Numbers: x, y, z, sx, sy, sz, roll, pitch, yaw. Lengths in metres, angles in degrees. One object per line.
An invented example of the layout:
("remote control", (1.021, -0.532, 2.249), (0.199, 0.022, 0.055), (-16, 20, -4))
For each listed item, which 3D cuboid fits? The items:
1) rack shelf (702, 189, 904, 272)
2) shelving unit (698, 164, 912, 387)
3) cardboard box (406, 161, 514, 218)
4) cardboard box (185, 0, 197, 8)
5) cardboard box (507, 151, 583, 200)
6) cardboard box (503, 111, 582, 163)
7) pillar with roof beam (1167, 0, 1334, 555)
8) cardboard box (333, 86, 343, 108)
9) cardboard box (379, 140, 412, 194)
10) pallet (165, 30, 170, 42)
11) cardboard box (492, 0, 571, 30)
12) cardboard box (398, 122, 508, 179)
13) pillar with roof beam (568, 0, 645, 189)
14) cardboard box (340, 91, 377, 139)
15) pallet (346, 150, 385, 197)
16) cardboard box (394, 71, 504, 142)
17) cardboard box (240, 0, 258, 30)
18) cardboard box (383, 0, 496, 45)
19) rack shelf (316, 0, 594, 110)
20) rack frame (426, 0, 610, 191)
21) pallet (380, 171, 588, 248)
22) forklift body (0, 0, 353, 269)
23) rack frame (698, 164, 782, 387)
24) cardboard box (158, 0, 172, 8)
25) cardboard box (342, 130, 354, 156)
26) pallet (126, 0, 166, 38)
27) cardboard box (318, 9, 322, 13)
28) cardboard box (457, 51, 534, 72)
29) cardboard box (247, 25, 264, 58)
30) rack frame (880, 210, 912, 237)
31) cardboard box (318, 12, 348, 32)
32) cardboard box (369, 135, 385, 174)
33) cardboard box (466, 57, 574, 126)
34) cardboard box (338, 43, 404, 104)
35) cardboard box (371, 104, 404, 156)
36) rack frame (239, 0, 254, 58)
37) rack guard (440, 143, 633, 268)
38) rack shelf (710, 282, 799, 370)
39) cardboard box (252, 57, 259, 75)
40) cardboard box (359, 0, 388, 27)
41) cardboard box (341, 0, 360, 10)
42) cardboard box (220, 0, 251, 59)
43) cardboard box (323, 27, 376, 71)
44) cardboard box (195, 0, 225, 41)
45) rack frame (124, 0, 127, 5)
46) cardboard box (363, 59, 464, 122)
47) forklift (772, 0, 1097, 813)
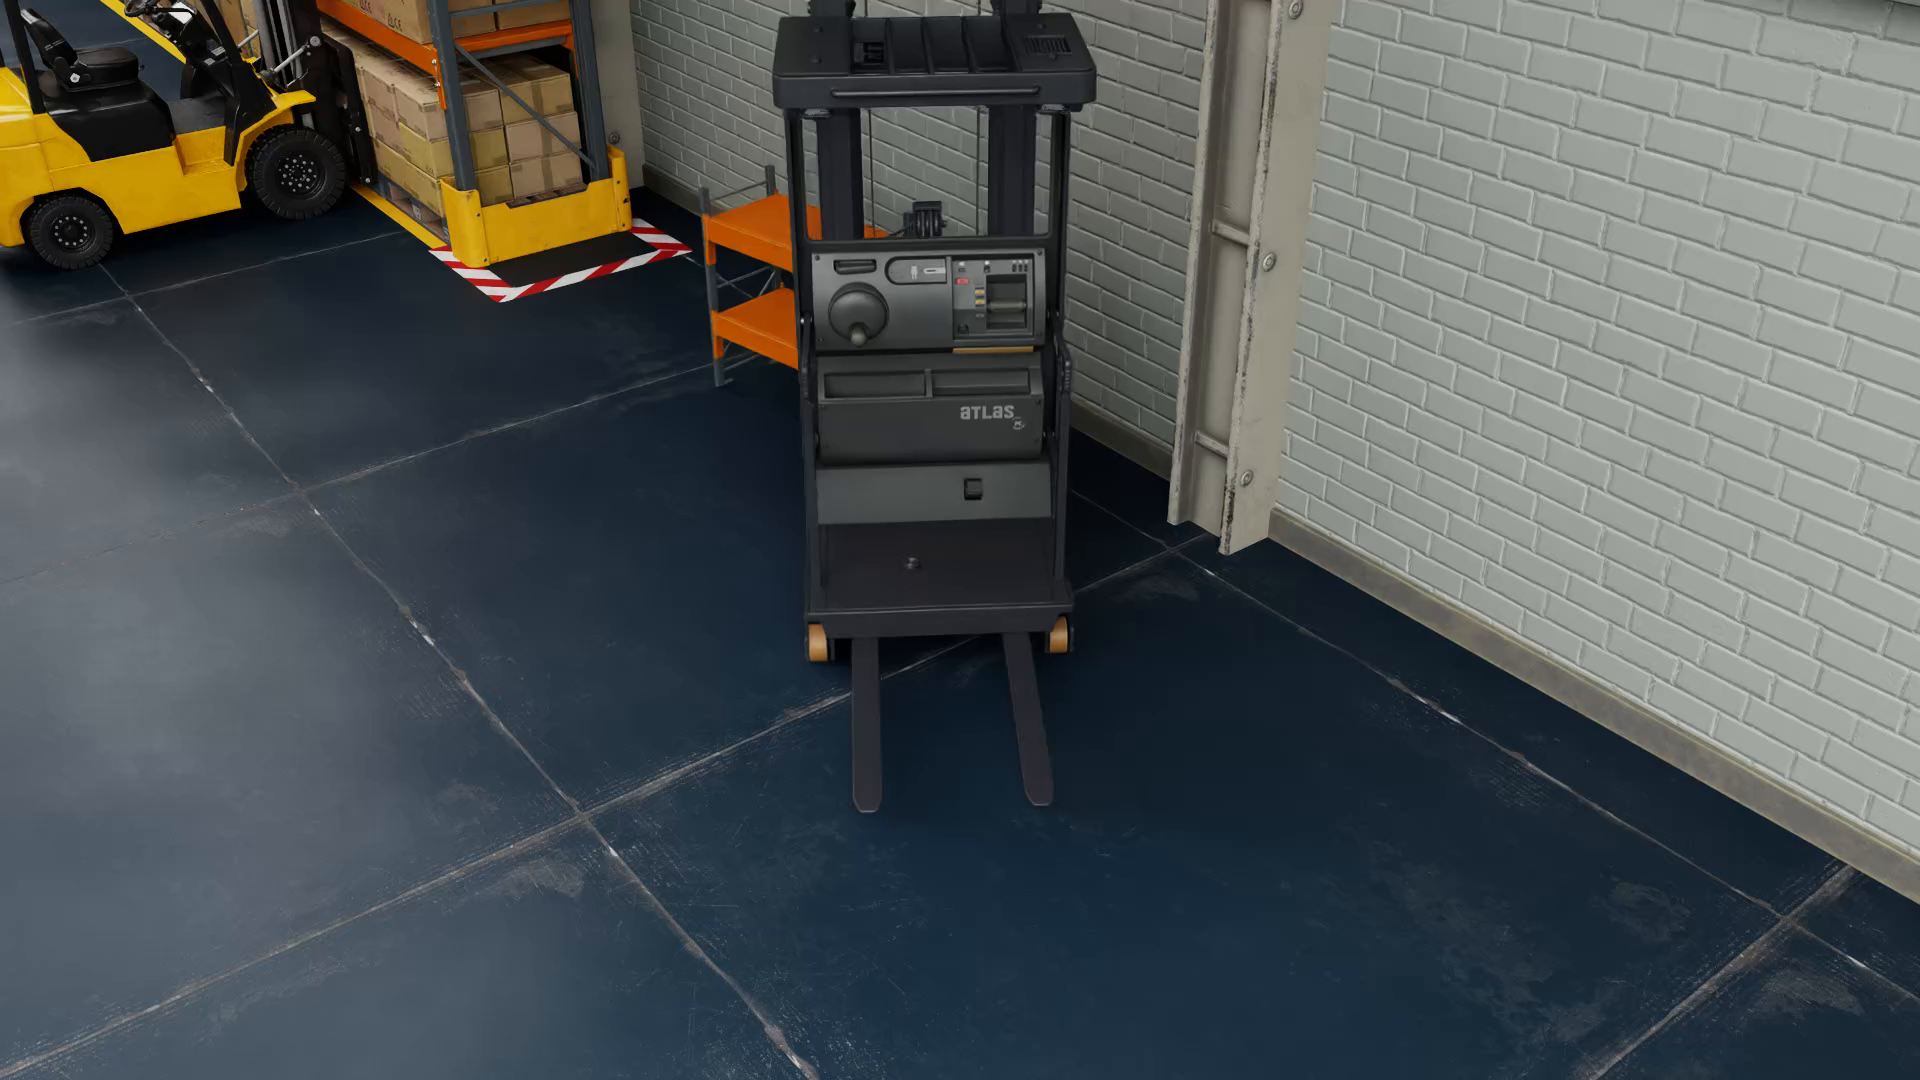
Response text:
("rack shelf", (-0.784, -1.485, 8.520), (1.000, 0.278, 0.538), (25, 40, 35))
("shelving unit", (-0.784, -1.236, 8.675), (1.048, 1.125, 0.538), (25, 40, 35))
("cardboard box", (-3.279, -2.356, 10.909), (0.500, 0.250, 0.500), (-22, 38, -31))
("cardboard box", (-6.456, -4.941, 14.716), (0.875, 0.625, 0.625), (-24, 39, -33))
("cardboard box", (-2.888, -2.531, 11.190), (0.500, 0.250, 0.500), (-22, 38, -31))
("cardboard box", (-2.866, -2.738, 11.050), (0.500, 0.250, 0.500), (-21, 38, -31))
("pillar with roof beam", (-2.178, -2.489, 3.229), (9.100, 9.000, 0.400), (-22, 38, -31))
("cardboard box", (-4.223, -3.207, 11.805), (0.500, 0.250, 0.500), (-22, 38, -32))
("cardboard box", (-3.577, -2.567, 11.248), (0.500, 0.250, 0.500), (-22, 38, -31))
("pallet", (-6.429, -4.538, 14.857), (1.003, 0.211, 1.213), (-22, 38, -31))
("cardboard box", (-2.826, -3.591, 10.594), (0.500, 0.500, 0.500), (-21, 37, -30))
("cardboard box", (-3.287, -2.577, 10.790), (0.500, 0.250, 0.500), (-23, 38, -32))
("pillar with roof beam", (-5.857, -4.990, 7.255), (9.100, 9.000, 0.400), (-22, 38, -31))
("cardboard box", (-3.919, -2.998, 11.468), (0.500, 0.250, 0.500), (-23, 39, -32))
("pallet", (-3.988, -2.881, 12.189), (1.003, 0.211, 1.213), (-22, 38, -31))
("cardboard box", (-3.270, -2.778, 10.641), (0.500, 0.250, 0.500), (-21, 37, -30))
("cardboard box", (-5.146, -4.051, 12.690), (0.500, 0.250, 0.500), (-23, 39, -32))
("cardboard box", (-3.251, -3.415, 10.311), (0.500, 0.500, 0.500), (-23, 39, -32))
("rack shelf", (-3.968, -3.780, 11.675), (1.077, 0.370, 4.000), (-22, 38, -31))
("rack frame", (-2.742, -3.252, 10.144), (1.000, 3.000, 0.127), (-22, 38, -31))
("pallet", (-3.244, -2.373, 11.371), (1.003, 0.211, 1.213), (-22, 38, -31))
("forklift body", (-5.345, -3.092, 10.690), (2.313, 2.155, 1.214), (-22, 38, -31))
("rack frame", (-1.162, -1.416, 8.963), (0.032, 1.125, 0.500), (25, 40, 35))
("cardboard box", (-6.869, -5.222, 15.167), (0.875, 0.625, 0.625), (-21, 37, -30))
("cardboard box", (-4.213, -2.987, 11.925), (0.500, 0.250, 0.500), (-21, 38, -30))
("pallet", (-7.173, -5.046, 15.675), (1.003, 0.211, 1.213), (-22, 38, -31))
("cardboard box", (-4.840, -3.835, 12.342), (0.500, 0.250, 0.500), (-22, 38, -31))
("cardboard box", (-3.196, -3.156, 11.249), (0.500, 0.250, 0.500), (-22, 38, -31))
("cardboard box", (-5.142, -3.841, 12.825), (0.500, 0.250, 0.500), (-22, 38, -32))
("rack frame", (-0.406, -1.057, 8.386), (0.032, 1.125, 0.500), (25, 40, 35))
("cardboard box", (-4.526, -3.631, 12.014), (0.500, 0.250, 0.500), (-21, 37, -30))
("cardboard box", (-3.876, -2.778, 11.588), (0.500, 0.250, 0.500), (-22, 38, -31))
("cardboard box", (-2.887, -2.949, 10.916), (0.500, 0.250, 0.500), (-23, 39, -32))
("cardboard box", (-3.905, -3.196, 11.314), (0.500, 0.250, 0.500), (-22, 38, -31))
("cardboard box", (-3.586, -2.789, 11.132), (0.500, 0.250, 0.500), (-23, 38, -32))
("rack frame", (-5.194, -4.919, 12.828), (1.000, 3.000, 0.127), (-22, 38, -31))
("rack guard", (-2.727, -2.180, 10.787), (1.175, 0.500, 0.348), (-22, 38, -31))
("rack shelf", (-0.784, -1.029, 8.804), (1.000, 0.278, 0.538), (25, 40, 35))
("cardboard box", (-5.159, -3.621, 12.945), (0.500, 0.250, 0.500), (-22, 38, -31))
("cardboard box", (-3.562, -3.634, 10.664), (0.500, 0.500, 0.500), (-21, 38, -30))
("cardboard box", (-3.876, -3.848, 11.007), (0.500, 0.500, 0.500), (-23, 39, -32))
("cardboard box", (-5.523, -4.303, 13.688), (0.875, 0.625, 0.625), (-20, 37, -29))
("cardboard box", (-4.210, -3.410, 11.658), (0.500, 0.250, 0.500), (-23, 39, -32))
("cardboard box", (-5.993, -4.629, 14.212), (0.875, 0.625, 0.625), (-23, 38, -32))
("rack frame", (-7.647, -6.586, 15.512), (1.000, 3.000, 0.127), (-22, 38, -31))
("cardboard box", (-3.588, -2.989, 10.981), (0.500, 0.250, 0.500), (-22, 38, -31))
("forklift", (-0.106, -0.915, 6.445), (1.130, 2.935, 3.031), (-2, 32, -3))
